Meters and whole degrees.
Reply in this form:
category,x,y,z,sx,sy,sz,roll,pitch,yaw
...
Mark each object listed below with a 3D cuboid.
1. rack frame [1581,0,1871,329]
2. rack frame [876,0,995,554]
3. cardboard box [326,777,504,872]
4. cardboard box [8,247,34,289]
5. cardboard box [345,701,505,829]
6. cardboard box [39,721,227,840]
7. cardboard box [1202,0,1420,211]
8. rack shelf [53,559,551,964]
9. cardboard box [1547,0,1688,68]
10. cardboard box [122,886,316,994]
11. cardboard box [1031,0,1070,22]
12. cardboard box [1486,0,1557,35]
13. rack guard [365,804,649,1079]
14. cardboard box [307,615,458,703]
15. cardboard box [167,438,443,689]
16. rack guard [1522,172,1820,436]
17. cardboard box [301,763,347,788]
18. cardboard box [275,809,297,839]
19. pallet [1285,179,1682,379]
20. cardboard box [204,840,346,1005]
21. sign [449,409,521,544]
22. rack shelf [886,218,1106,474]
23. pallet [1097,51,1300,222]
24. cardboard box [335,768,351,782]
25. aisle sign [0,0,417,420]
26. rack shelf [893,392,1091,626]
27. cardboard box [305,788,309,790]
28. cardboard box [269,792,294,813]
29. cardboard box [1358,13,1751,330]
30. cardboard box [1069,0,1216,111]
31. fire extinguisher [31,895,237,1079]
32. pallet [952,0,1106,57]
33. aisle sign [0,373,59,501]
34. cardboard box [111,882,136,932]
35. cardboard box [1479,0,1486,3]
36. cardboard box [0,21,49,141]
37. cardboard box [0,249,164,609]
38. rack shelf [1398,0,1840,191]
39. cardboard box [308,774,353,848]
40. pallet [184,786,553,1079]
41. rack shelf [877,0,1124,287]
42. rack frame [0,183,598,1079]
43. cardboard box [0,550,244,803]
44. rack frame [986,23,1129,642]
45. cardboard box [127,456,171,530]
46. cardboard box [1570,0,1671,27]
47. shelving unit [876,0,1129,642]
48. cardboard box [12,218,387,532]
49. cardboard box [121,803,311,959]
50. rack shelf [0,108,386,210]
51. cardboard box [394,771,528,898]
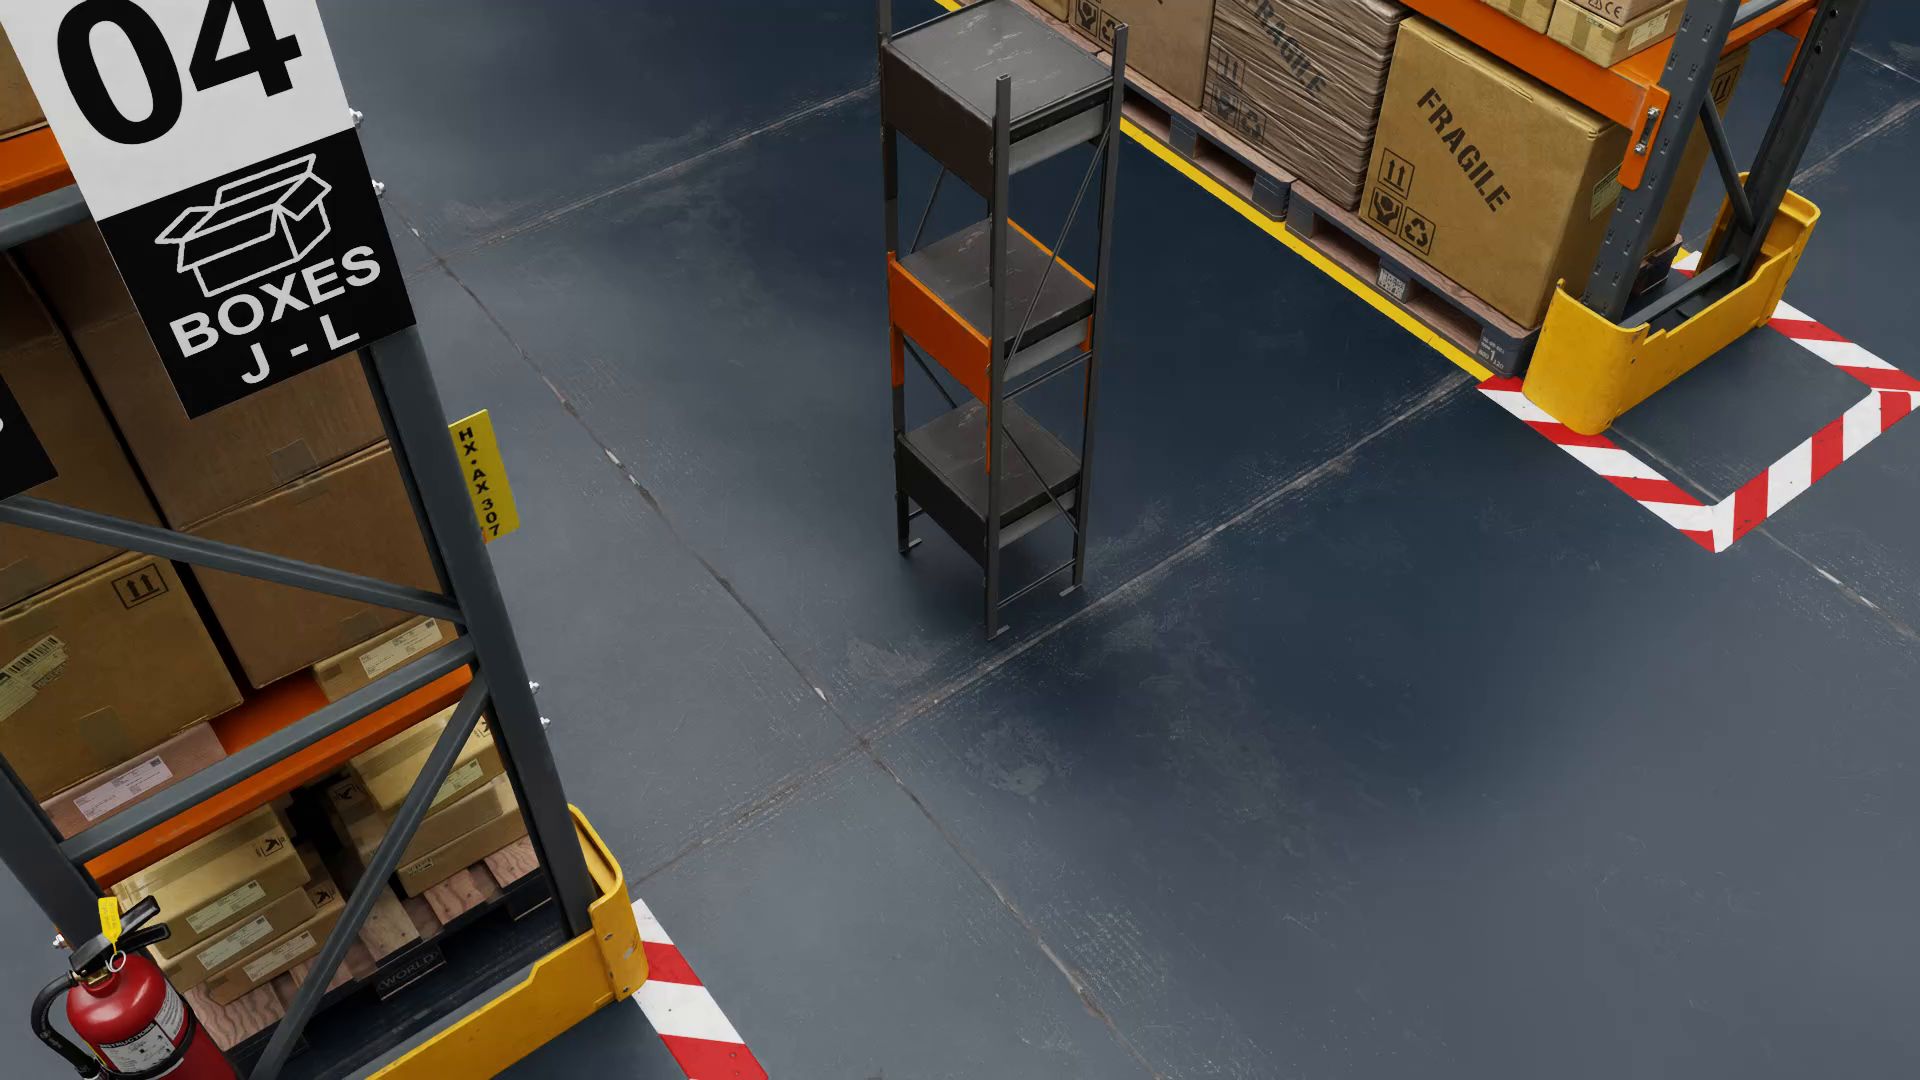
category,x,y,z,sx,sy,sz,roll,pitch,yaw
rack frame,2.642,-1.747,5.309,1.000,3.000,0.127,-29,54,-24
rack frame,-0.048,-0.752,5.014,0.400,2.100,0.015,-29,54,-24
cardboard box,-1.480,0.711,4.521,0.380,0.149,0.250,-27,53,-23
cardboard box,-1.738,-0.729,3.443,0.500,0.500,0.500,-28,54,-23
cardboard box,-1.414,0.574,4.444,0.380,0.149,0.250,-32,55,-26
cardboard box,-1.789,0.437,3.498,0.380,0.149,0.250,-29,54,-24
cardboard box,1.639,-2.052,6.737,0.875,0.875,0.875,-29,54,-24
rack shelf,-2.578,-0.519,4.681,1.077,0.370,4.000,-29,54,-24
cardboard box,2.164,-1.725,5.458,0.380,0.149,0.250,-28,54,-23
cardboard box,-1.914,0.952,4.302,0.380,0.149,0.250,-31,55,-25
cardboard box,0.556,-3.108,7.693,0.875,0.875,0.875,-29,54,-24
cardboard box,2.005,-1.877,5.597,0.380,0.149,0.250,-29,54,-24
rack guard,-1.413,1.213,4.313,1.175,0.500,0.348,-29,54,-24
cardboard box,-1.302,0.165,3.745,0.380,0.149,0.250,-30,54,-24
cardboard box,-1.419,-0.104,3.551,0.500,0.500,0.500,-27,53,-22
rack guard,2.656,-0.893,6.222,1.175,0.500,0.348,-29,54,-24
cardboard box,-1.676,0.465,4.543,0.380,0.149,0.250,-28,54,-23
cardboard box,-2.029,0.774,4.464,0.380,0.149,0.250,-31,55,-25
pallet,2.095,-1.247,6.738,1.003,0.211,1.213,-29,54,-24
cardboard box,-1.852,1.018,4.443,0.380,0.149,0.250,-29,54,-23
sign,-0.935,-0.116,3.246,0.100,0.325,0.005,-29,54,-24
rack shelf,0.100,-0.598,4.894,0.431,0.518,0.480,-29,54,-24
pallet,1.361,-1.965,7.389,1.003,0.211,1.213,-29,54,-24
cardboard box,-1.601,0.524,4.690,0.380,0.149,0.250,-30,54,-24
aisle sign,-1.084,-0.546,2.466,0.394,0.787,0.004,-29,54,-24
rack shelf,0.100,-0.128,5.412,0.431,0.518,0.480,-29,54,-24
cardboard box,-1.809,0.522,4.893,0.380,0.149,0.250,-29,54,-24
cardboard box,-1.996,0.663,4.364,0.380,0.149,0.250,-28,54,-23
cardboard box,2.190,-1.516,6.250,0.875,0.875,0.875,-29,54,-24
cardboard box,1.101,-2.577,7.212,0.875,0.875,0.875,-29,54,-24
fire extinguisher,-1.582,0.925,3.190,0.296,0.674,0.183,-29,54,-24
pallet,0.618,-2.685,8.042,1.003,0.211,1.213,-29,54,-24
aisle sign,-1.562,-0.277,2.222,0.394,0.787,0.004,-29,54,-24
cardboard box,-2.088,0.912,4.539,0.380,0.149,0.250,-28,54,-23
cardboard box,1.853,-2.026,5.732,0.380,0.149,0.250,-29,54,-24
cardboard box,-1.435,-0.918,2.634,0.500,0.250,0.500,-28,53,-23
cardboard box,-1.842,-0.209,2.972,0.500,0.500,0.500,-30,55,-25
rack shelf,1.431,-2.684,6.645,1.077,0.370,4.000,-29,54,-24
cardboard box,-1.653,0.665,4.763,0.380,0.149,0.250,-30,54,-24
pallet,-1.877,0.815,4.868,1.003,0.211,1.213,-29,54,-24
rack shelf,0.100,-1.069,4.375,0.431,0.518,0.480,-29,54,-24
rack frame,-1.367,0.419,3.346,1.000,3.000,0.127,-29,54,-24
cardboard box,-1.844,0.136,3.334,0.500,0.500,0.500,-28,54,-23
rack frame,0.248,-0.464,4.753,0.400,2.100,0.015,-29,54,-24
cardboard box,-1.763,-0.408,3.827,0.500,0.500,0.500,-29,54,-24
cardboard box,2.137,-1.963,5.405,0.500,0.250,0.500,-30,55,-25
shelving unit,0.100,-0.608,4.884,0.431,2.100,0.503,-29,54,-24
cardboard box,-1.428,-0.435,3.176,0.500,0.500,0.500,-30,54,-24
cardboard box,-1.889,0.837,4.206,0.380,0.149,0.250,-29,54,-24
rack shelf,-2.578,-1.527,3.570,1.077,0.370,4.000,-29,54,-24
cardboard box,-1.429,0.783,4.657,0.380,0.149,0.250,-28,54,-23
